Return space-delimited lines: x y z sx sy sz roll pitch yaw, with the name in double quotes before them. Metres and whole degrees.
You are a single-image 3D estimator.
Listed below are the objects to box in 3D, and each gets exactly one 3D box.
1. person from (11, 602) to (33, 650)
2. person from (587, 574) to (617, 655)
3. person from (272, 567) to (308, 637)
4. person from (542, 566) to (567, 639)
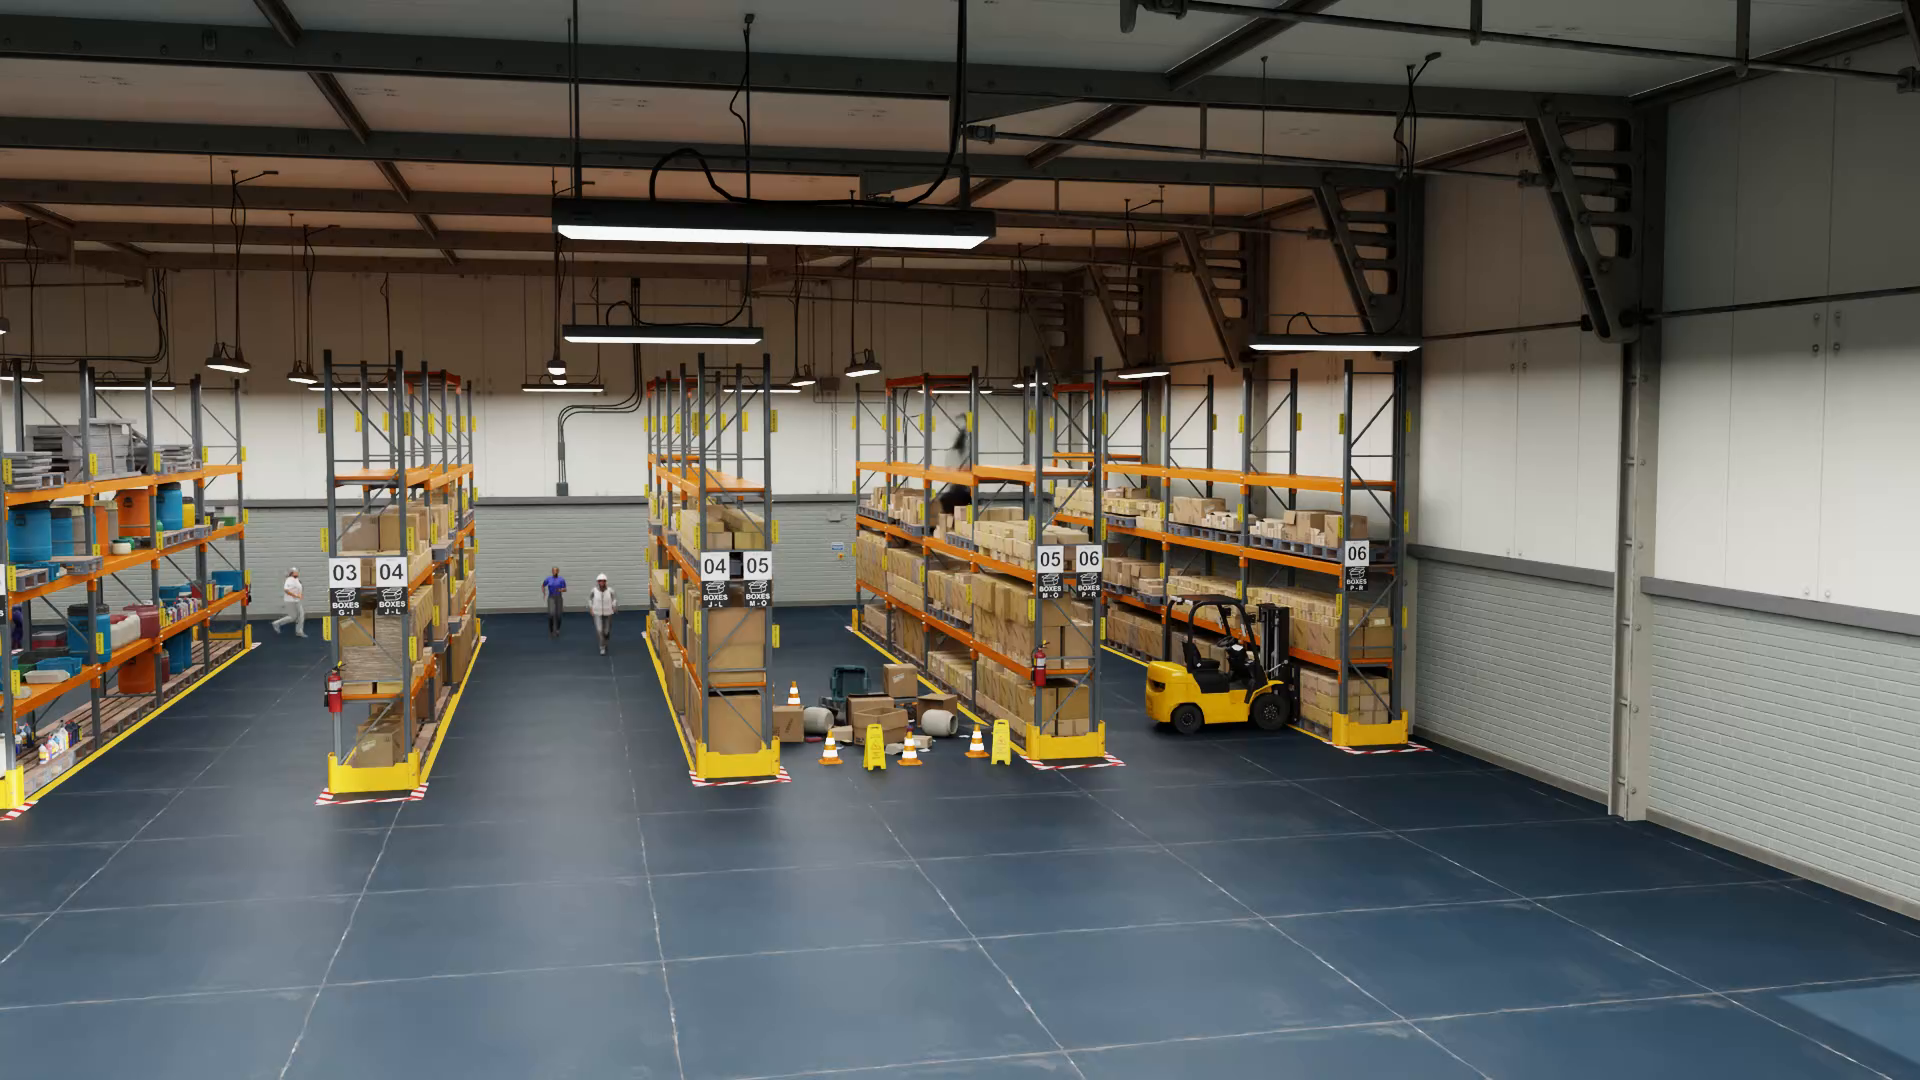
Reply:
"person" -20.955 1.628 36.977 0.626 1.618 0.639 0 4 -3
"person" -7.834 1.609 36.425 0.647 1.749 0.829 -1 4 -15
"person" -15.771 1.473 39.200 0.778 1.668 0.614 0 4 0
"person" -9.504 1.476 39.010 0.545 1.703 0.733 -1 4 -18
